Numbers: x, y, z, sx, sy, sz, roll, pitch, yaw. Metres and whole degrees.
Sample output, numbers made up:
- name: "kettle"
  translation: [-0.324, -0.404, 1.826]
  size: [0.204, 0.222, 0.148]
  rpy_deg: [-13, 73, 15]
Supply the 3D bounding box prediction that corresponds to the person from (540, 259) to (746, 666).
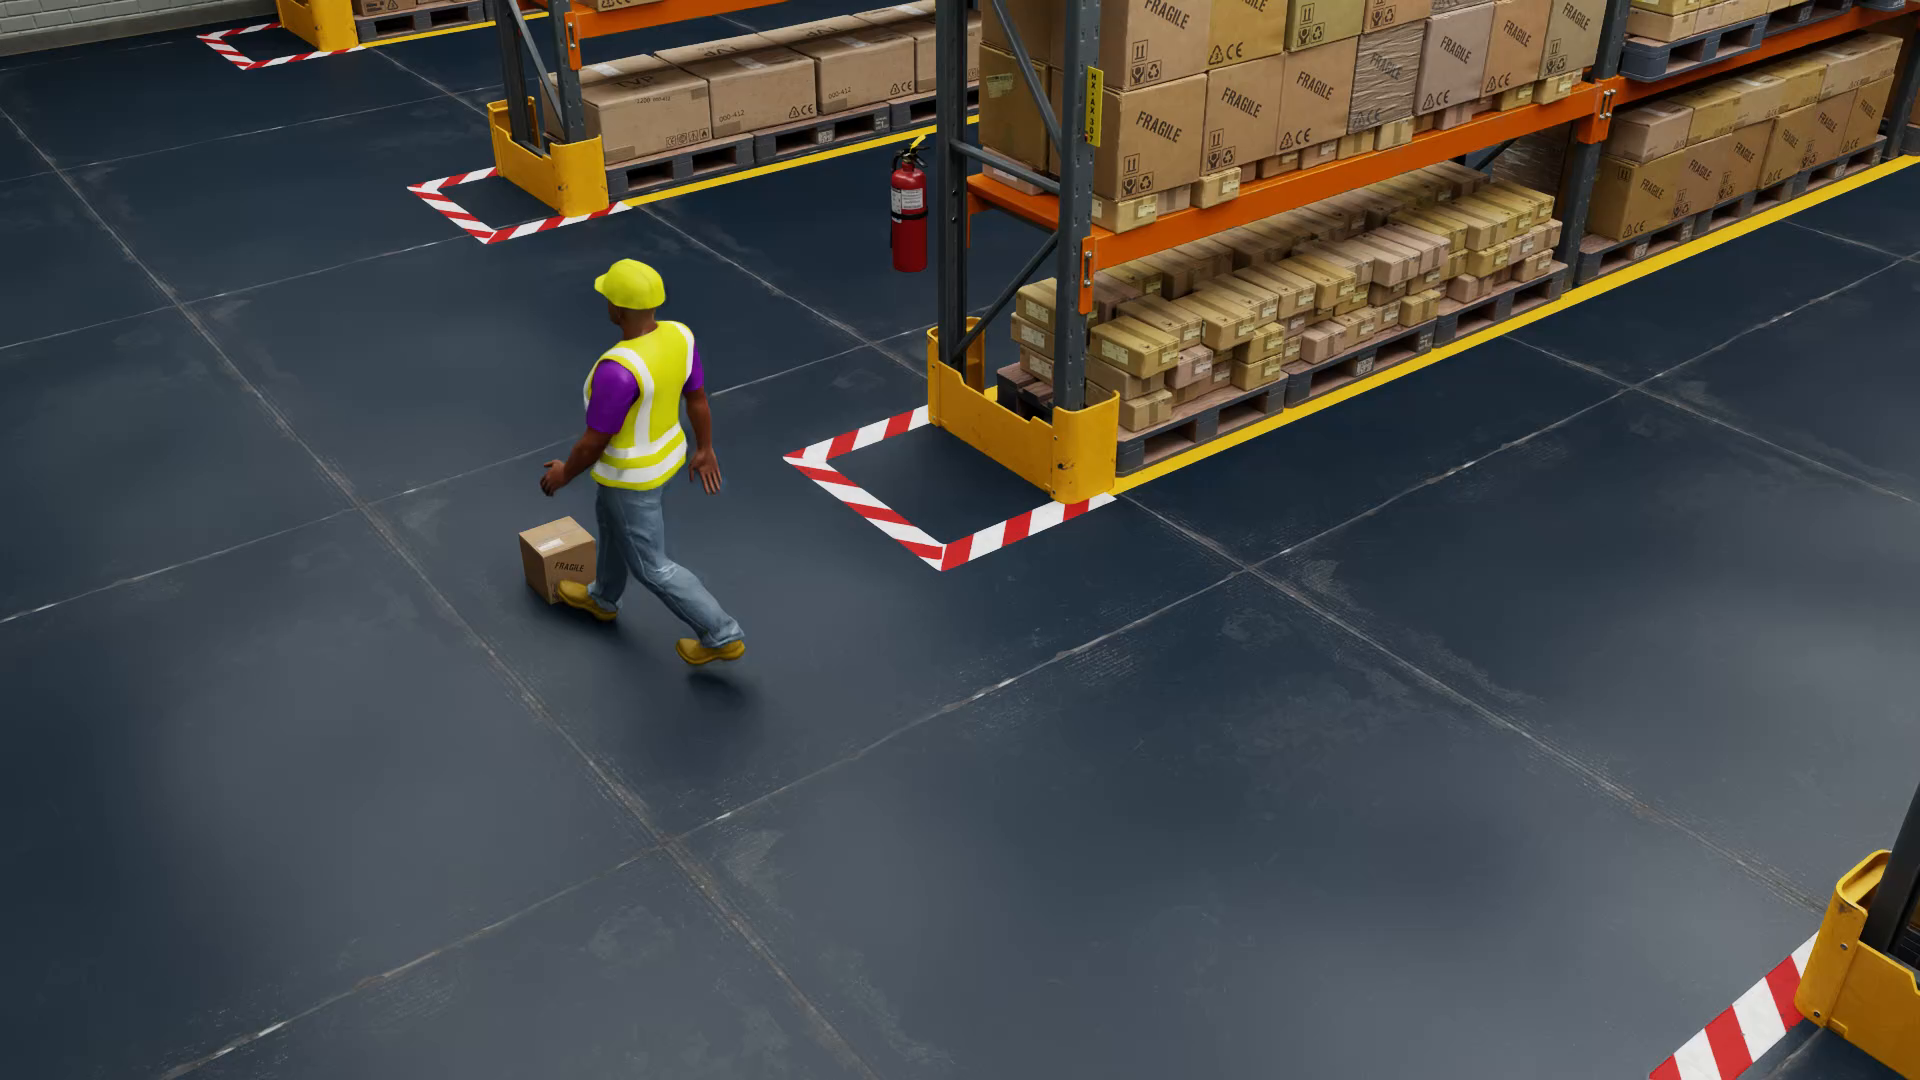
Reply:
- name: "person"
  translation: [-1.320, -0.309, 6.624]
  size: [1.012, 1.725, 0.581]
  rpy_deg: [10, 33, 16]
